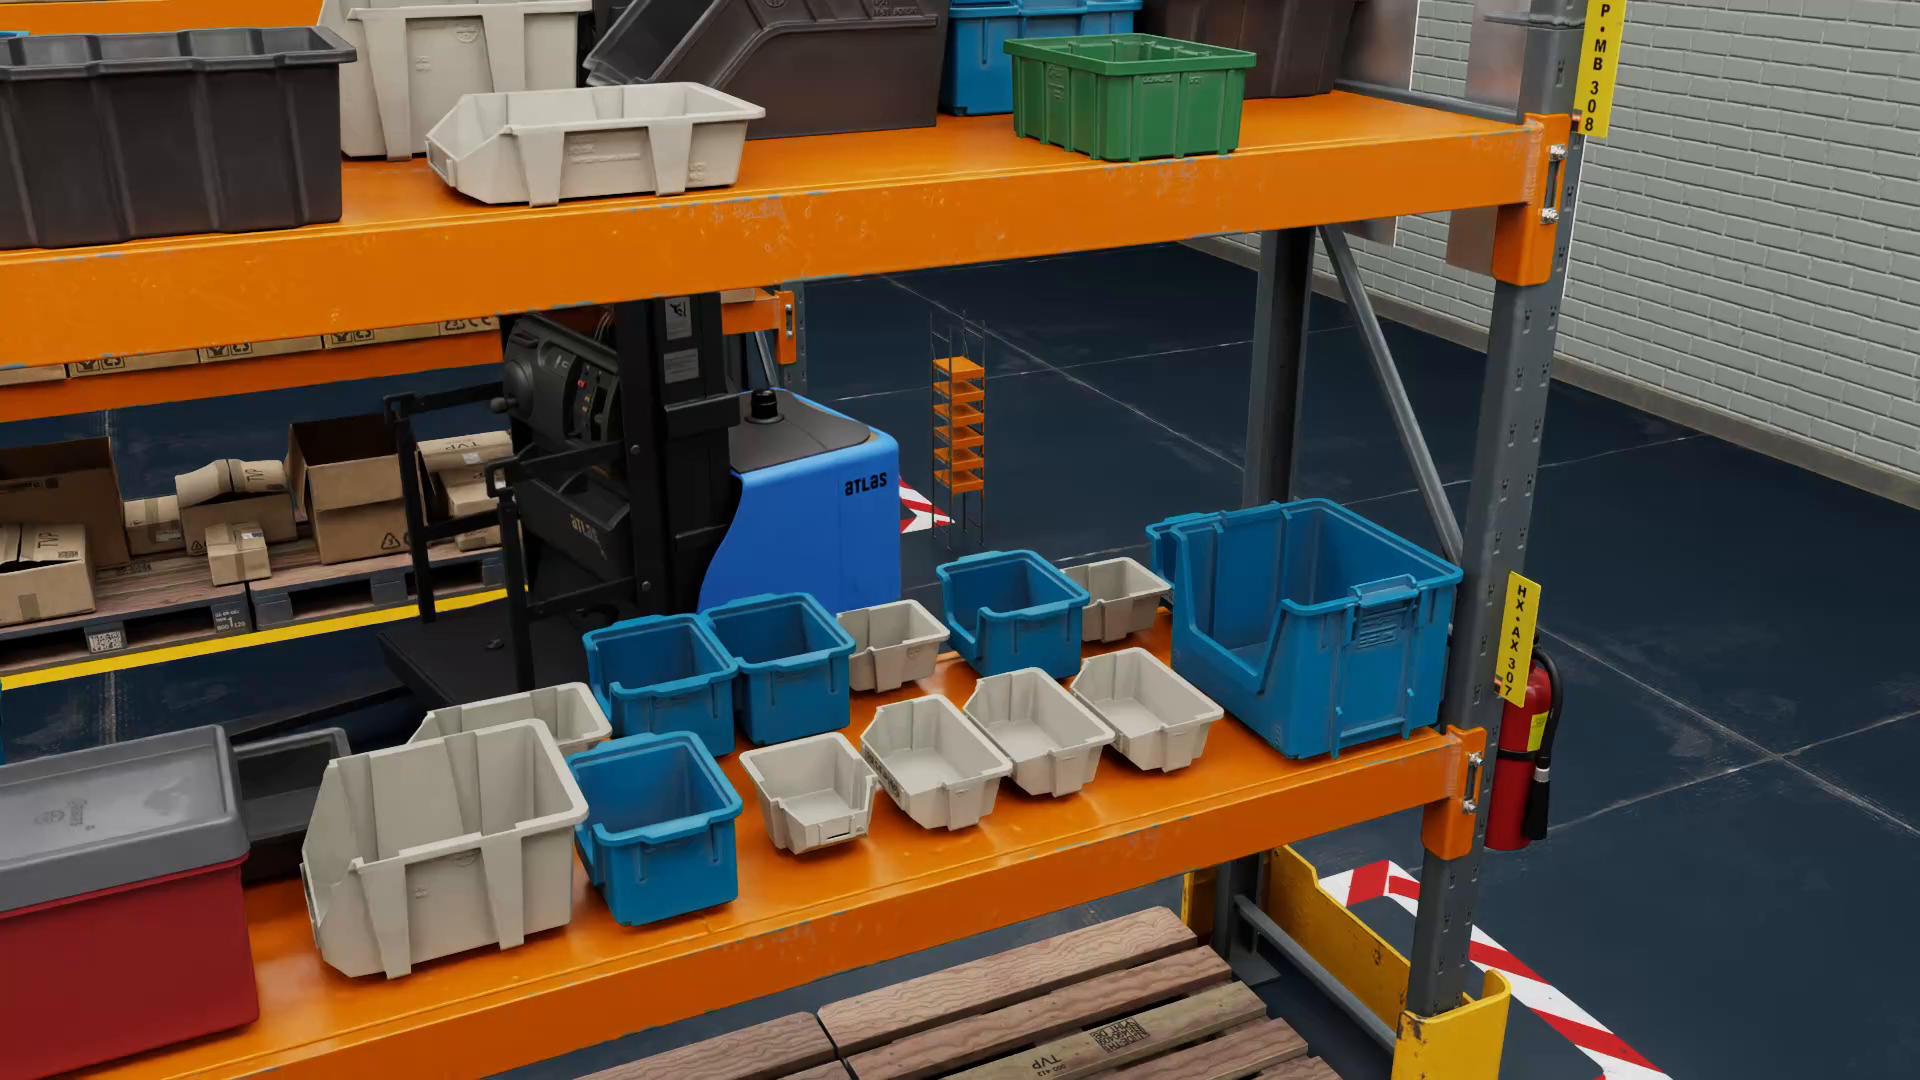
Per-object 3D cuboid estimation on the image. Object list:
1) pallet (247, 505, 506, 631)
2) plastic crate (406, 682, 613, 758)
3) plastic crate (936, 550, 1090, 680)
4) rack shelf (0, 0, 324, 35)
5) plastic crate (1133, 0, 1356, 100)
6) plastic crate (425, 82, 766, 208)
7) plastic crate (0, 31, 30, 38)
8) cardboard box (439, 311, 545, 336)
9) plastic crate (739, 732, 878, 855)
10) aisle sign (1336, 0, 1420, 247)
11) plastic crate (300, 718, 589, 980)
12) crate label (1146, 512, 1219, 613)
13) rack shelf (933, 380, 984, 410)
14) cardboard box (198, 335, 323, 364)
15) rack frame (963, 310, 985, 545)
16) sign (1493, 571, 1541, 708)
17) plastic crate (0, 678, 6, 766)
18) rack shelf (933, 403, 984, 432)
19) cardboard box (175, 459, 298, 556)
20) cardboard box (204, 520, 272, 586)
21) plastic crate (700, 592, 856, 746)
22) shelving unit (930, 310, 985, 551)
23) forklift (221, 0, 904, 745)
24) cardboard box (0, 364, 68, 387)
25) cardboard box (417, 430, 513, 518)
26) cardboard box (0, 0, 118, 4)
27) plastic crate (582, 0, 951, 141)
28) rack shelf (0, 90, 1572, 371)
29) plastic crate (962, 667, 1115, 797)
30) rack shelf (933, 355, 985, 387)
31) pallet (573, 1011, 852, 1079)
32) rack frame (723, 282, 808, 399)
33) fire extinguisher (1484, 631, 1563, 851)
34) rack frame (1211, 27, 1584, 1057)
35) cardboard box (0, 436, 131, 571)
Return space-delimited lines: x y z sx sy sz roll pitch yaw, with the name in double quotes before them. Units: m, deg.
"pallet" -2.934 0.058 8.335 1.213 0.211 1.003 -10 25 -24
"plastic crate" -1.070 0.496 3.896 0.466 0.136 0.293 -10 25 -24
"plastic crate" 0.137 0.217 4.444 0.300 0.233 0.416 -10 25 -24
"rack shelf" -2.852 -2.299 7.400 4.000 0.370 1.077 -10 25 -24
"plastic crate" 0.628 -1.227 4.041 0.590 0.269 0.497 -10 25 -24
"plastic crate" -0.659 -0.705 2.954 0.530 0.136 0.437 -10 25 -24
"plastic crate" -1.827 -0.775 2.998 0.300 0.233 0.416 -10 25 -24
"cardboard box" -2.253 -1.287 7.806 0.500 0.500 0.500 -10 25 -23
"plastic crate" -0.327 0.576 3.703 0.250 0.136 0.298 -10 25 -24
"aisle sign" 1.031 -1.185 4.291 0.004 0.787 0.394 -10 25 -24
"plastic crate" -1.053 0.632 3.379 0.530 0.282 0.437 -10 25 -24
"crate label" 0.730 0.108 4.708 0.303 0.233 0.416 -10 25 -24
"rack shelf" -0.013 -0.733 8.440 0.180 0.103 0.258 -10 25 -24
"cardboard box" -3.165 -1.118 7.399 0.500 0.500 0.500 -11 25 -24
"rack frame" 0.069 -0.567 8.551 0.006 1.200 0.240 -10 25 -24
"sign" 1.349 0.242 4.029 0.005 0.325 0.100 -10 25 -24
"plastic crate" -2.236 0.579 3.372 0.575 0.384 0.392 -10 25 -24
"rack shelf" -0.013 -0.622 8.486 0.180 0.103 0.258 -10 25 -24
"cardboard box" -3.588 -0.191 8.230 0.500 0.311 0.500 -10 25 -24
"cardboard box" -3.407 0.050 7.835 0.250 0.166 0.380 -10 25 -24
"plastic crate" -0.456 0.326 4.180 0.300 0.233 0.416 -10 25 -24
"shelving unit" -0.013 -0.552 8.515 0.189 1.200 0.258 -10 25 -24
"forklift" -1.716 -0.591 6.345 3.031 2.935 1.130 -17 28 -35
"cardboard box" -4.076 -0.950 6.993 0.500 0.500 0.500 -10 24 -22
"cardboard box" -2.564 -0.351 8.697 0.500 0.250 0.500 -10 25 -24
"cardboard box" -3.656 -2.307 6.675 0.500 0.250 0.500 -10 25 -24
"plastic crate" -0.400 -1.068 3.567 0.767 0.338 0.504 -10 25 -24
"rack shelf" -0.707 -0.591 3.275 4.000 0.370 1.077 -10 25 -24
"plastic crate" 0.172 0.466 3.969 0.243 0.136 0.396 -10 25 -24
"rack shelf" -0.013 -0.844 8.394 0.180 0.103 0.258 -10 25 -24
"pallet" -0.762 1.744 4.262 1.213 0.211 1.003 -10 25 -24
"rack frame" -1.050 -1.577 8.638 0.127 3.000 1.000 -10 25 -24
"fire extinguisher" 1.428 0.470 4.280 0.183 0.674 0.296 -10 25 -24
"rack frame" 1.095 0.131 4.512 0.127 3.000 1.000 -10 25 -24
"cardboard box" -4.263 -0.154 7.893 0.500 0.500 0.500 -10 25 -24
